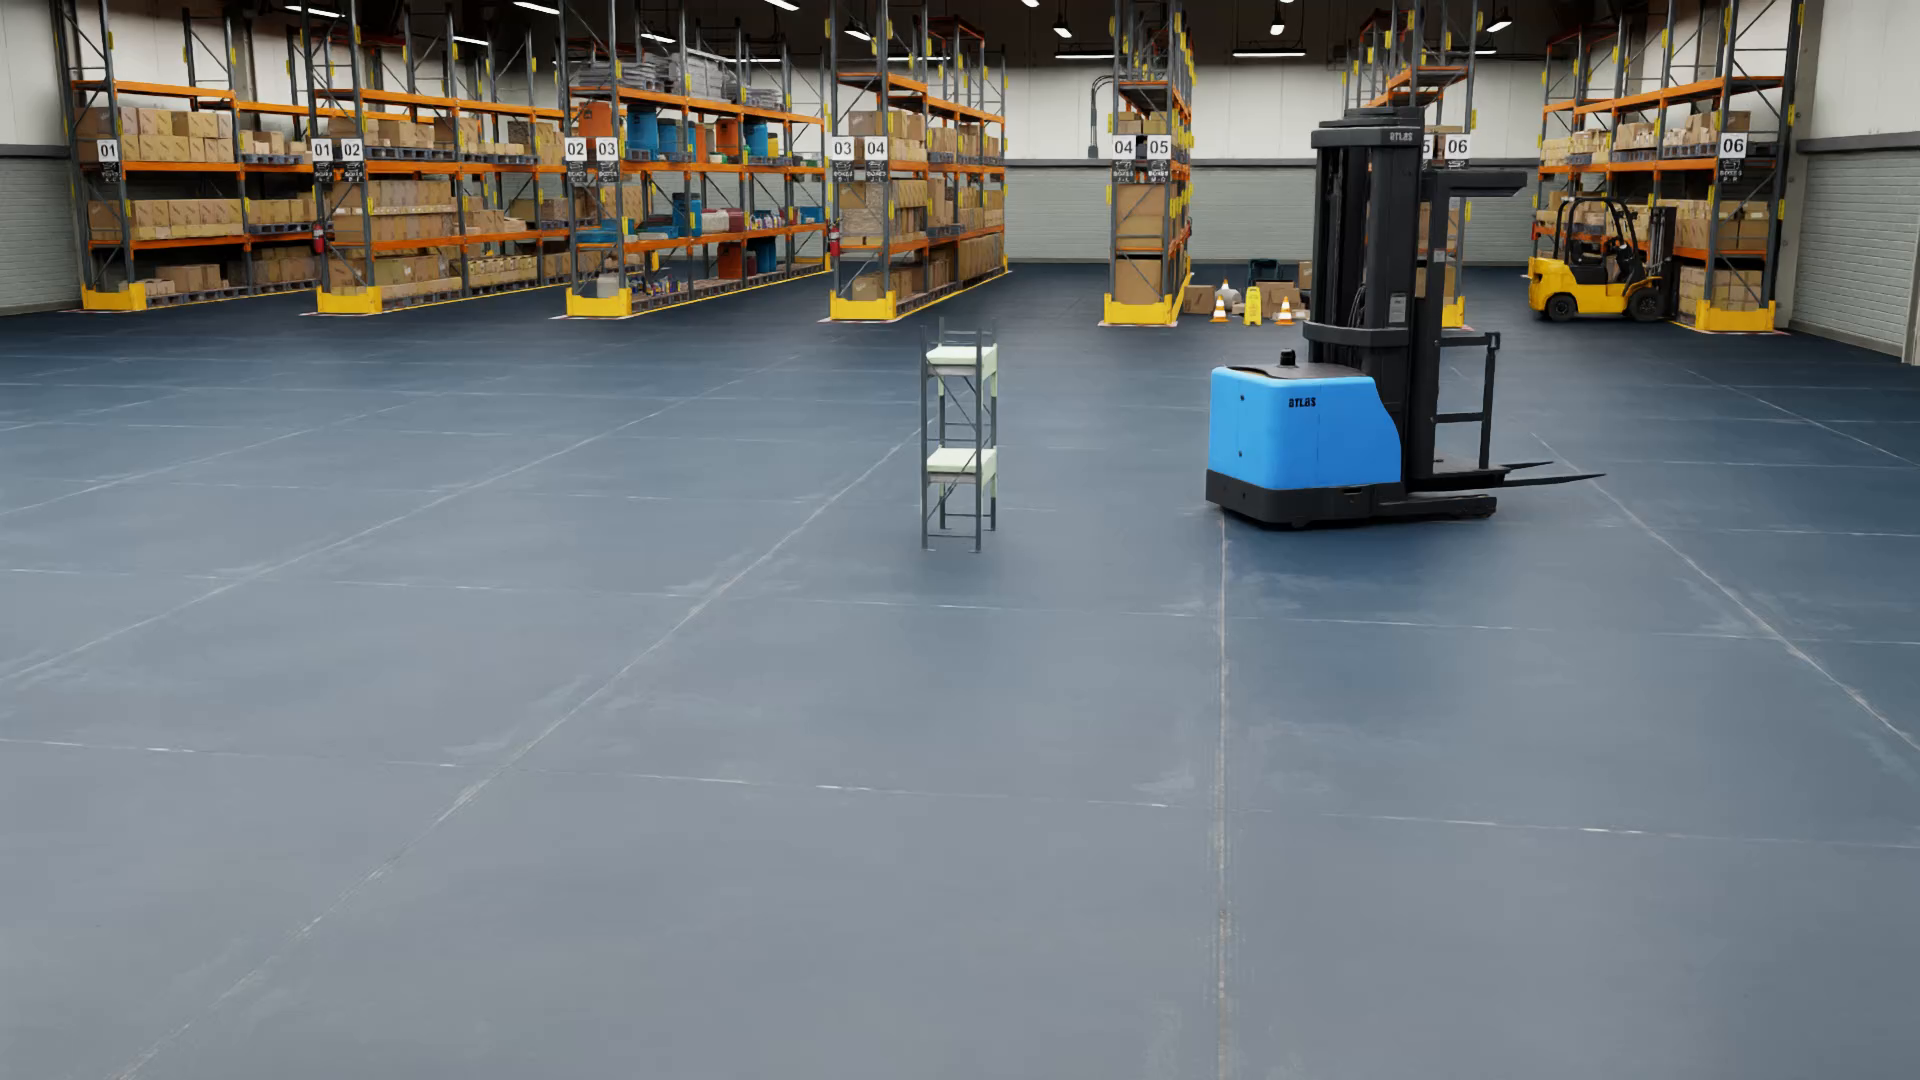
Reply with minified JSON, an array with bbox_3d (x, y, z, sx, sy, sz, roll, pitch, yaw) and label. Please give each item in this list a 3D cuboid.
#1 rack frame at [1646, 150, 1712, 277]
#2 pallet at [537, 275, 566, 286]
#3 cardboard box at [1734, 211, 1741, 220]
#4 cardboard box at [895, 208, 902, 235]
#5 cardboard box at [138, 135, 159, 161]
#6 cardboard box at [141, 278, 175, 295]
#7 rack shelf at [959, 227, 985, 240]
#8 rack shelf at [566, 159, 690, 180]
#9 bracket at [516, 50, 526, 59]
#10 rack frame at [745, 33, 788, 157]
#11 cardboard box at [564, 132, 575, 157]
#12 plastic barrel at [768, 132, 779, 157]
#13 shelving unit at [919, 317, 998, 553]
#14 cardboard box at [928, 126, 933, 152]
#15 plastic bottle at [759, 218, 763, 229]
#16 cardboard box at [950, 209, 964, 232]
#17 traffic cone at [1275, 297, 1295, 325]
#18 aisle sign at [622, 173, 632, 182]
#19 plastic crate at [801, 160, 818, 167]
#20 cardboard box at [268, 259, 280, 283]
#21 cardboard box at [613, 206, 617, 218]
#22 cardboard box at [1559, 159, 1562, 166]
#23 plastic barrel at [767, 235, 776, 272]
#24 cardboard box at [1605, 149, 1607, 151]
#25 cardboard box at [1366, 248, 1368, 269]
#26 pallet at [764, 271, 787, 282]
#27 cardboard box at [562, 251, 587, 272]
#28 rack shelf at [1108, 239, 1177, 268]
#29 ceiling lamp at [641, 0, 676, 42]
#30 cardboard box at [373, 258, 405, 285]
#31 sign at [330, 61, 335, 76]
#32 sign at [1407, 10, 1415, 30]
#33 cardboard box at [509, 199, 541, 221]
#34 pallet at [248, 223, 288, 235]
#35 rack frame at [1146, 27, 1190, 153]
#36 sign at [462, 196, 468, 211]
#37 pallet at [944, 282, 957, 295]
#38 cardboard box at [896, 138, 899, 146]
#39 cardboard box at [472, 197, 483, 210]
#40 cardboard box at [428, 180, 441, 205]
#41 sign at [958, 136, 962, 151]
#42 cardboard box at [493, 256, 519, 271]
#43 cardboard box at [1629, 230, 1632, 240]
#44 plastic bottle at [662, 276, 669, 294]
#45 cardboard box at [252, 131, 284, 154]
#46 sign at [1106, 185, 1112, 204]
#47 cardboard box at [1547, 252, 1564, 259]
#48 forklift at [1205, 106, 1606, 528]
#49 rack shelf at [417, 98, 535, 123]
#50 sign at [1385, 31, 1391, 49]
[{"bbox_3d":[13.549,-5.816,31.360,1.000,3.000,0.127,2,12,9],"label":"rack frame"},{"bbox_3d":[-10.169,-6.243,39.959,1.003,0.211,1.213,2,12,9],"label":"pallet"},{"bbox_3d":[13.217,-5.465,27.955,0.380,0.149,0.250,2,12,9],"label":"cardboard box"},{"bbox_3d":[-1.574,-5.983,31.192,0.875,0.500,0.500,2,12,9],"label":"cardboard box"},{"bbox_3d":[-16.031,-7.643,32.434,0.500,0.500,0.500,3,12,12],"label":"cardboard box"},{"bbox_3d":[-16.164,-5.106,33.406,0.500,0.311,0.500,3,13,13],"label":"cardboard box"},{"bbox_3d":[-0.226,-7.194,39.464,1.077,0.370,4.000,2,12,9],"label":"rack shelf"},{"bbox_3d":[-6.350,-7.156,32.166,1.077,0.370,4.000,2,12,9],"label":"rack shelf"},{"bbox_3d":[-13.646,-15.127,51.782,0.235,0.232,0.430,2,12,9],"label":"bracket"},{"bbox_3d":[-4.812,-11.056,41.433,1.000,3.000,0.127,2,12,9],"label":"rack frame"},{"bbox_3d":[-9.937,-9.811,41.308,0.600,0.600,0.600,2,12,8],"label":"cardboard box"},{"bbox_3d":[-4.752,-9.690,40.773,0.600,0.588,0.600,0,12,0],"label":"plastic barrel"},{"bbox_3d":[-0.001,-0.732,11.329,0.431,1.500,0.755,2,12,9],"label":"shelving unit"},{"bbox_3d":[-0.978,-8.114,33.661,0.797,0.503,0.637,1,12,6],"label":"cardboard box"},{"bbox_3d":[-4.828,-7.598,39.923,0.152,0.276,0.135,2,12,9],"label":"plastic bottle"},{"bbox_3d":[-0.190,-7.271,37.875,0.500,0.500,0.500,2,12,10],"label":"cardboard box"},{"bbox_3d":[5.671,-4.000,28.954,0.336,0.463,0.334,2,12,9],"label":"traffic cone"},{"bbox_3d":[-9.370,-10.411,46.513,0.394,0.787,0.004,2,12,9],"label":"aisle sign"},{"bbox_3d":[-4.066,-10.104,44.639,0.450,0.188,0.336,2,12,9],"label":"plastic crate"},{"bbox_3d":[-15.705,-6.035,37.264,0.700,0.500,0.500,2,12,8],"label":"cardboard box"},{"bbox_3d":[-9.283,-8.537,43.749,0.500,0.500,0.500,2,12,10],"label":"cardboard box"},{"bbox_3d":[14.778,-9.174,40.419,0.380,0.149,0.250,2,12,9],"label":"cardboard box"},{"bbox_3d":[-4.913,-7.190,41.719,0.600,0.901,0.708,2,12,9],"label":"plastic barrel"},{"bbox_3d":[14.105,-8.425,35.758,0.380,0.149,0.250,2,12,10],"label":"cardboard box"},{"bbox_3d":[9.447,-6.116,36.801,0.875,0.875,0.875,2,12,8],"label":"cardboard box"},{"bbox_3d":[-4.972,-6.601,41.620,1.003,0.211,1.213,2,12,9],"label":"pallet"},{"bbox_3d":[-9.661,-6.958,41.550,0.500,0.500,0.500,2,12,9],"label":"cardboard box"},{"bbox_3d":[3.429,-5.347,30.894,1.077,0.370,4.000,2,12,9],"label":"rack shelf"},{"bbox_3d":[-7.165,-13.808,40.350,0.800,3.185,2.000,2,12,9],"label":"ceiling lamp"},{"bbox_3d":[-11.174,-5.223,32.357,0.500,0.500,0.500,2,12,9],"label":"cardboard box"},{"bbox_3d":[-14.679,-11.024,38.880,0.100,0.325,0.005,2,12,9],"label":"sign"},{"bbox_3d":[7.483,-8.632,27.595,0.100,0.325,0.005,2,12,9],"label":"sign"},{"bbox_3d":[-10.336,-7.840,39.520,0.700,0.500,0.500,-2,12,-10],"label":"cardboard box"},{"bbox_3d":[-15.570,-6.839,36.564,1.003,0.211,1.213,2,12,9],"label":"pallet"},{"bbox_3d":[4.967,-10.713,39.845,1.000,3.000,0.127,2,12,9],"label":"rack frame"},{"bbox_3d":[-10.388,-7.063,34.904,0.100,0.325,0.005,2,12,9],"label":"sign"},{"bbox_3d":[-0.655,-5.604,36.996,1.003,0.211,1.213,2,12,9],"label":"pallet"},{"bbox_3d":[-1.328,-7.264,30.369,0.380,0.149,0.250,2,12,11],"label":"cardboard box"},{"bbox_3d":[-14.055,-9.317,46.893,0.980,0.700,0.700,2,12,11],"label":"cardboard box"},{"bbox_3d":[-11.075,-7.104,34.021,0.700,0.500,0.500,2,12,9],"label":"cardboard box"},{"bbox_3d":[0.003,-8.831,37.003,0.100,0.325,0.005,2,12,9],"label":"sign"},{"bbox_3d":[-10.312,-6.256,37.603,0.500,0.311,0.500,2,12,8],"label":"cardboard box"},{"bbox_3d":[13.546,-6.063,32.864,0.500,0.250,0.500,2,12,9],"label":"cardboard box"},{"bbox_3d":[-5.936,-5.127,33.408,0.144,0.351,0.185,2,12,8],"label":"plastic bottle"},{"bbox_3d":[-15.479,-8.867,37.164,0.500,0.500,0.500,1,12,7],"label":"cardboard box"},{"bbox_3d":[2.588,-5.985,28.834,0.100,0.325,0.005,2,12,9],"label":"sign"},{"bbox_3d":[14.857,-6.890,41.279,0.500,0.500,0.500,2,12,10],"label":"cardboard box"},{"bbox_3d":[3.431,-1.683,12.346,3.031,2.935,1.130,-4,13,-19],"label":"forklift"},{"bbox_3d":[-10.629,-9.421,36.504,1.077,0.370,4.000,2,12,9],"label":"rack shelf"},{"bbox_3d":[8.094,-9.460,31.434,0.100,0.325,0.005,2,12,9],"label":"sign"}]
